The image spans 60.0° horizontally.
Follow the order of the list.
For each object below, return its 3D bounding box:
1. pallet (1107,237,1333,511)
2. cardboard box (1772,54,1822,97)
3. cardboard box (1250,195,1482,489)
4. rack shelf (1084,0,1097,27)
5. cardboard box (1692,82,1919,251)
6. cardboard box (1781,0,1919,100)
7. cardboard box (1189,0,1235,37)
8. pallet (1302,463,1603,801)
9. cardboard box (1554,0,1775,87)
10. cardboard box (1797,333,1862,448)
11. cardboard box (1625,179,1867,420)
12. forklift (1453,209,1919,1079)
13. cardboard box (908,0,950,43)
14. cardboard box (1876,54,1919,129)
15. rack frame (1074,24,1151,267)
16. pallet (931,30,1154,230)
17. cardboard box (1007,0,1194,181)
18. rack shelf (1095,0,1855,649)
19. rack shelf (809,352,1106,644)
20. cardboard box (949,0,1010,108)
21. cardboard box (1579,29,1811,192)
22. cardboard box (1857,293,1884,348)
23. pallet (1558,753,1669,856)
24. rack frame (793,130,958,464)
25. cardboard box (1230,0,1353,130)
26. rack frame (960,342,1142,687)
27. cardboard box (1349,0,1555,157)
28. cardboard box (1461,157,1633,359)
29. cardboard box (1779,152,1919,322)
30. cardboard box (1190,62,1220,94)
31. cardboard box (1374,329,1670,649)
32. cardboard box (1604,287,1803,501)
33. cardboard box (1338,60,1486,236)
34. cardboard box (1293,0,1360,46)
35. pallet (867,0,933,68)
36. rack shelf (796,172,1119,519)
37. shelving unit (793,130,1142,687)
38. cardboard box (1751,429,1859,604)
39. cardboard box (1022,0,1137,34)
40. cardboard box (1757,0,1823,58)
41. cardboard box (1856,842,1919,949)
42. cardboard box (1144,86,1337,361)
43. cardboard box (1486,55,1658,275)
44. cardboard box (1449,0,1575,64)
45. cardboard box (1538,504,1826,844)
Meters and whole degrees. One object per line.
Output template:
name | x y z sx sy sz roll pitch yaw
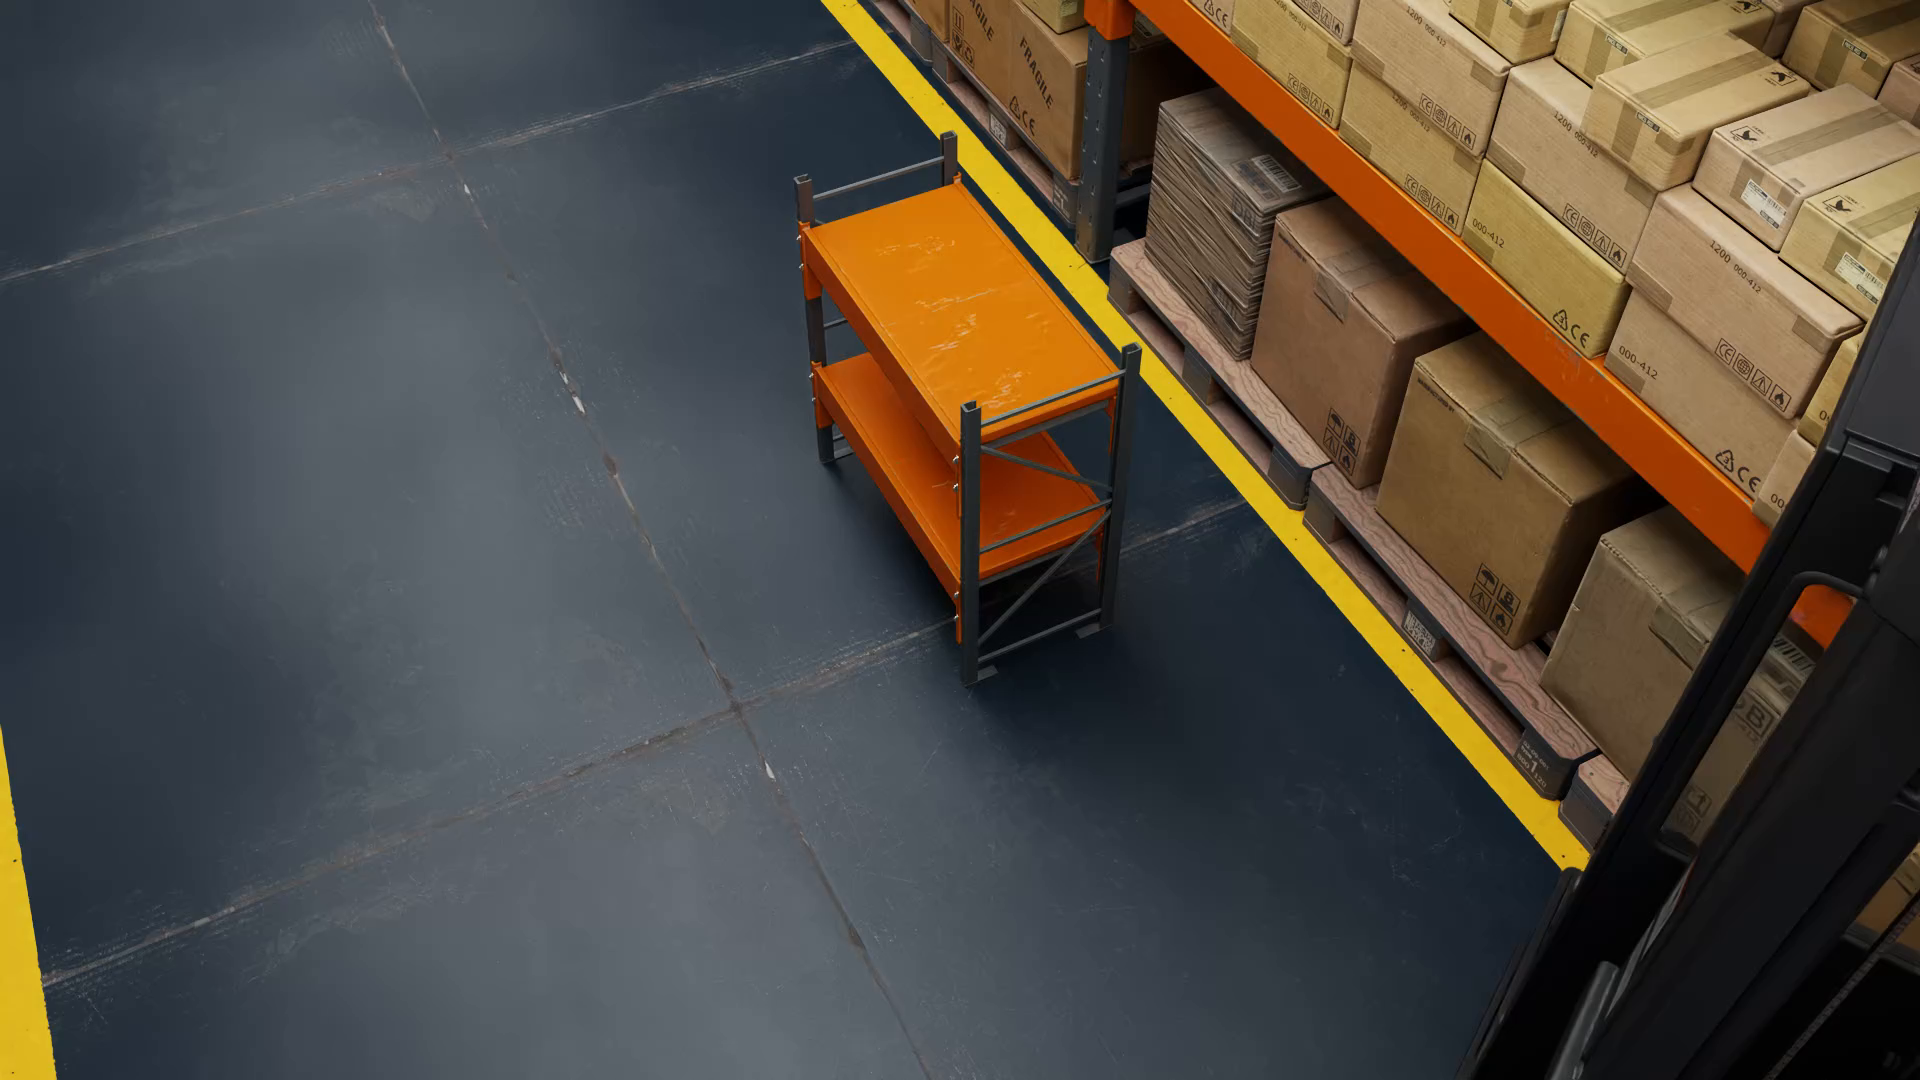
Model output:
pallet | 1.240 -0.726 5.744 1.003 0.211 1.213 -21 52 -18
cardboard box | 2.036 -1.101 3.988 0.500 0.250 0.500 -22 52 -18
cardboard box | 1.477 -0.708 5.175 0.875 0.625 0.625 -20 52 -16
rack shelf | -0.017 -3.310 6.630 1.077 0.370 4.000 -21 52 -18
cardboard box | 1.764 -0.775 3.437 0.380 0.149 0.250 -21 52 -17
cardboard box | 2.102 -1.123 3.742 0.380 0.149 0.250 -21 52 -17
cardboard box | 0.884 -1.778 4.912 0.500 0.250 0.500 -21 52 -17
pallet | 1.794 0.090 5.031 1.003 0.211 1.213 -21 52 -18
cardboard box | 1.587 -1.139 3.756 0.380 0.149 0.250 -21 52 -18
cardboard box | 2.035 -0.229 3.225 0.500 0.250 0.500 -22 53 -18
cardboard box | 1.806 -0.573 3.526 0.500 0.250 0.500 -20 52 -17
forklift | 1.684 0.587 2.789 1.130 2.935 3.031 26 54 21
cardboard box | 0.052 -2.420 6.756 0.500 0.500 0.500 -19 52 -16
cardboard box | 2.222 -0.958 3.598 0.380 0.149 0.250 -22 52 -18
rack frame | 0.898 -2.208 5.188 1.000 3.000 0.127 -21 52 -18
pallet | 0.590 -1.803 6.687 1.003 0.211 1.213 -21 52 -18
cardboard box | 0.513 -1.732 6.154 0.500 0.500 0.500 -20 52 -16
rack shelf | 1.813 -0.633 4.289 1.077 0.370 4.000 -21 52 -18
rack shelf | -0.003 -0.214 5.015 0.538 0.278 1.000 -21 52 -18
cardboard box | 0.294 -2.071 6.450 0.500 0.500 0.500 -22 52 -18
cardboard box | 1.573 -0.925 3.569 0.380 0.149 0.250 -22 53 -18
cardboard box | 1.937 -0.408 3.117 0.380 0.149 0.250 -23 53 -19
pallet | 2.357 0.907 4.316 1.003 0.211 1.213 -21 52 -18
rack frame | -0.236 -0.715 5.128 0.500 1.125 0.032 -21 52 -18
cardboard box | 1.109 -1.439 4.616 0.500 0.250 0.500 -22 52 -18
rack frame | 0.230 -0.035 4.533 0.500 1.125 0.032 -21 52 -18
cardboard box | 1.335 -1.250 4.118 0.500 0.250 0.500 -22 53 -18
cardboard box | 1.587 -0.749 4.012 0.500 0.250 0.500 -20 52 -16
cardboard box | 1.873 -0.605 3.289 0.380 0.149 0.250 -22 52 -18
cardboard box | 0.954 -1.902 6.302 0.500 0.500 0.500 -19 52 -16
cardboard box | 1.785 -0.257 4.781 0.875 0.625 0.625 -23 53 -19
cardboard box | 1.830 -0.406 3.712 0.500 0.250 0.500 -21 52 -17
cardboard box | 1.351 -1.097 4.316 0.500 0.250 0.500 -23 53 -19
cardboard box | 1.112 -1.607 4.430 0.500 0.250 0.500 -20 52 -16
pallet | 0.036 -2.618 7.400 1.003 0.211 1.213 -21 52 -18
rack shelf | -0.003 -0.568 4.610 0.538 0.278 1.000 -21 52 -18
shelving unit | -0.003 -0.375 4.831 0.538 1.125 1.048 -21 52 -18
cardboard box | 2.030 -0.063 3.412 0.500 0.250 0.500 -21 52 -18
cardboard box | 0.447 -1.980 5.940 0.380 0.149 0.250 -24 53 -19
cardboard box | 1.946 -1.286 3.884 0.380 0.149 0.250 -20 52 -17
cardboard box | 2.480 0.767 3.885 0.875 0.625 0.625 -19 52 -16
cardboard box | 1.171 -1.142 5.555 0.875 0.625 0.625 -20 52 -16
cardboard box | 1.592 -0.917 3.827 0.500 0.250 0.500 -20 52 -17
cardboard box | 1.382 -1.280 3.879 0.380 0.149 0.250 -20 52 -17
cardboard box | 2.131 0.245 4.341 0.875 0.625 0.625 -22 52 -18
